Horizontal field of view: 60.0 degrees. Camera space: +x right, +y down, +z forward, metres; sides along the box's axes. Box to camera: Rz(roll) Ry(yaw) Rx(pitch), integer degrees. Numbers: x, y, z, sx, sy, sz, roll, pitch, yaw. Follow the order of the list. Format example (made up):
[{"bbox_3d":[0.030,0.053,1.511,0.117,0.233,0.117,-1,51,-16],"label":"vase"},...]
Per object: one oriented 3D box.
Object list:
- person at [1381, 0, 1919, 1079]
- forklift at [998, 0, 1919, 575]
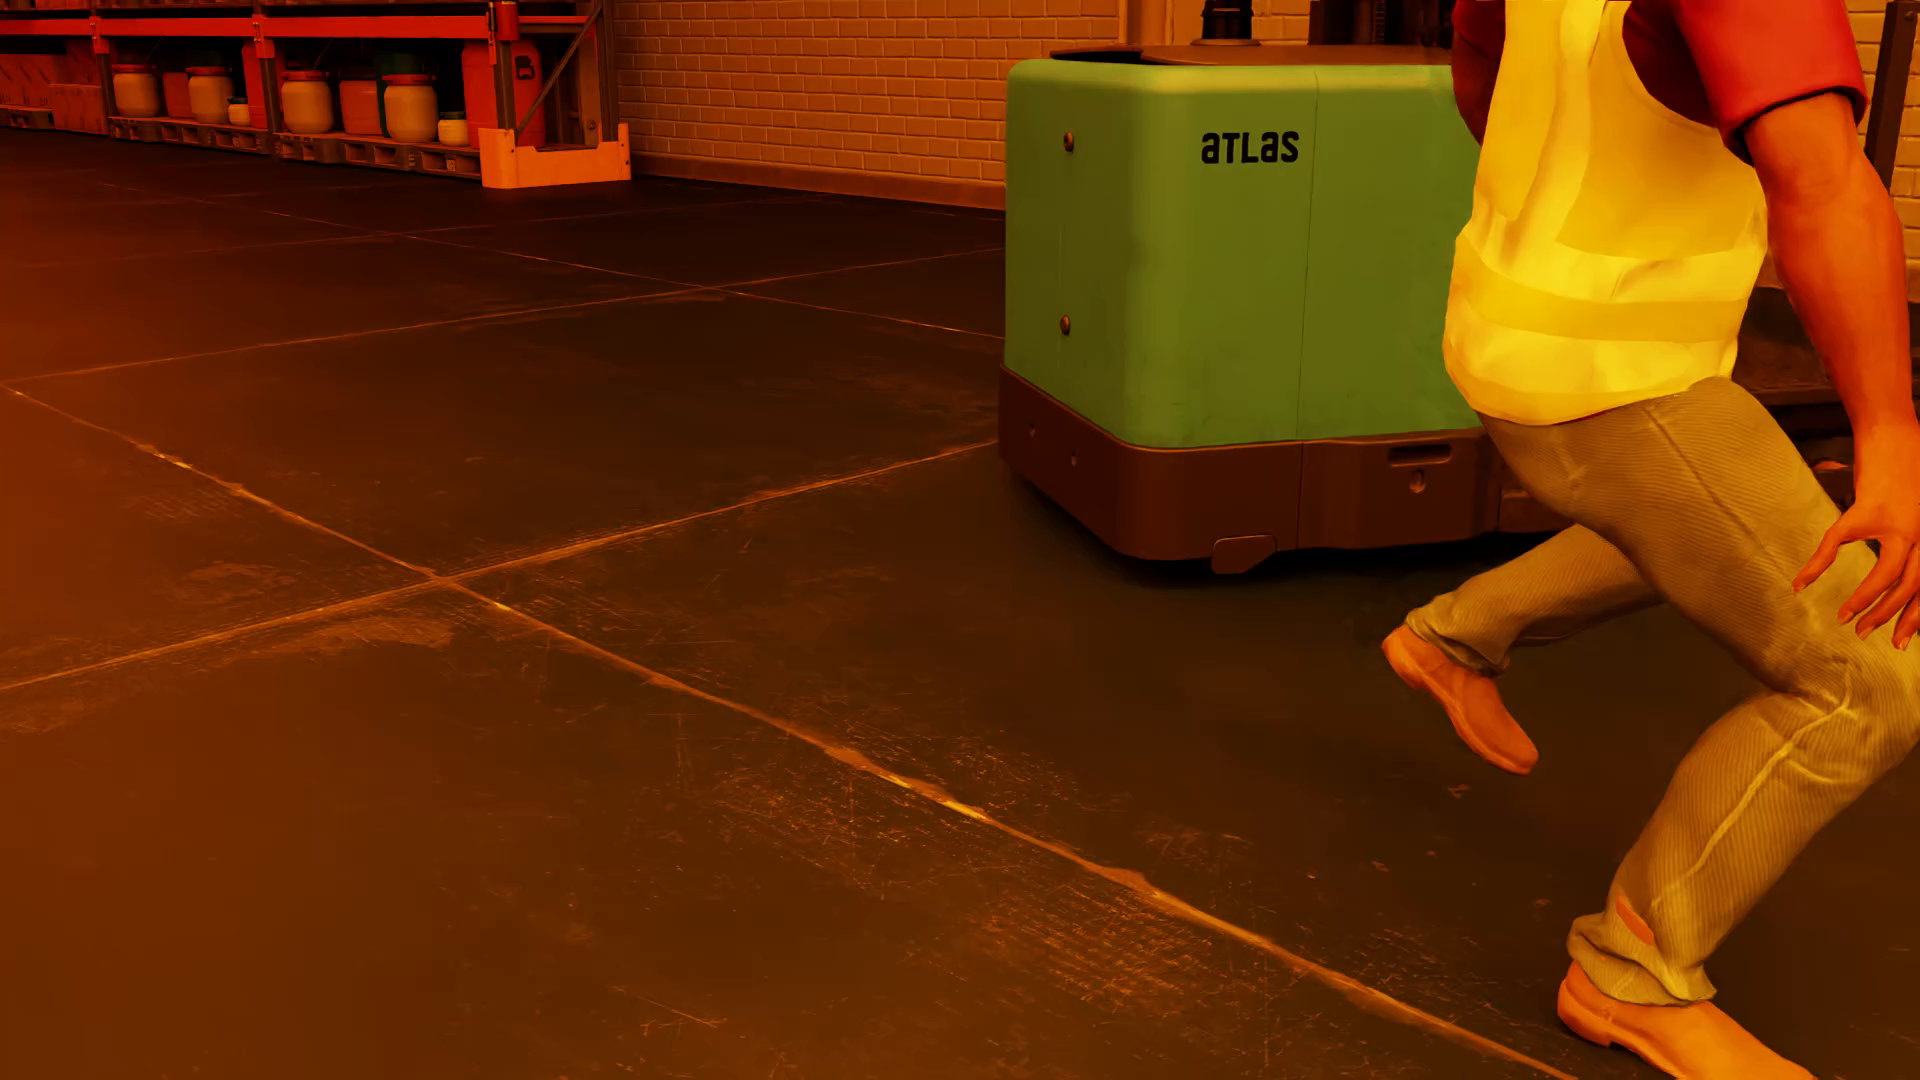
[{"bbox_3d":[0.826,-0.225,1.938,0.503,1.641,1.127,3,17,8],"label":"person"},{"bbox_3d":[1.677,-1.549,3.945,3.031,2.935,1.130,-5,18,-15],"label":"forklift"}]
